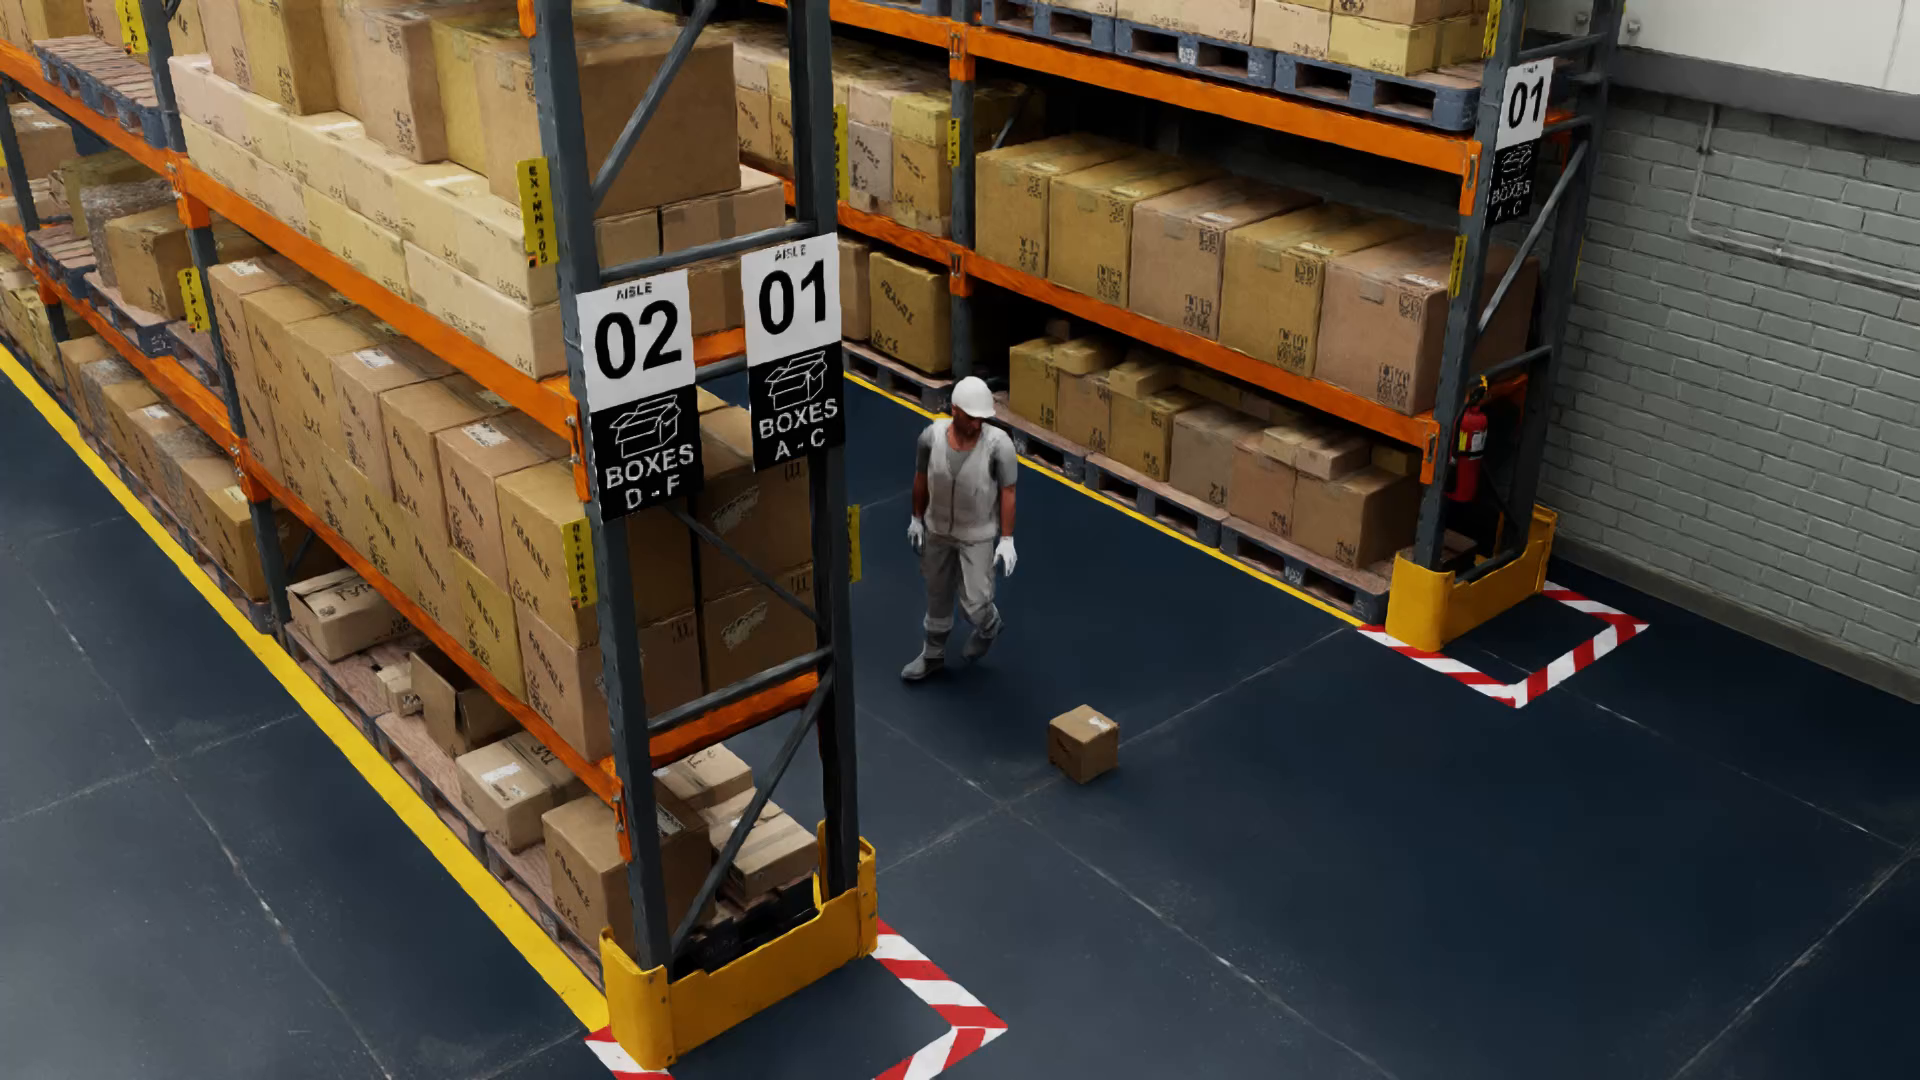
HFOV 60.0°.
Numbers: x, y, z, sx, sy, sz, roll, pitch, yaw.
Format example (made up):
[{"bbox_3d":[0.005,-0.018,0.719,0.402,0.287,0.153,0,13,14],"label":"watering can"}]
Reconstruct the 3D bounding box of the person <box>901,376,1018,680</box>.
[{"bbox_3d":[0.037,-0.050,8.682,0.633,1.776,0.509,12,30,22],"label":"person"}]
